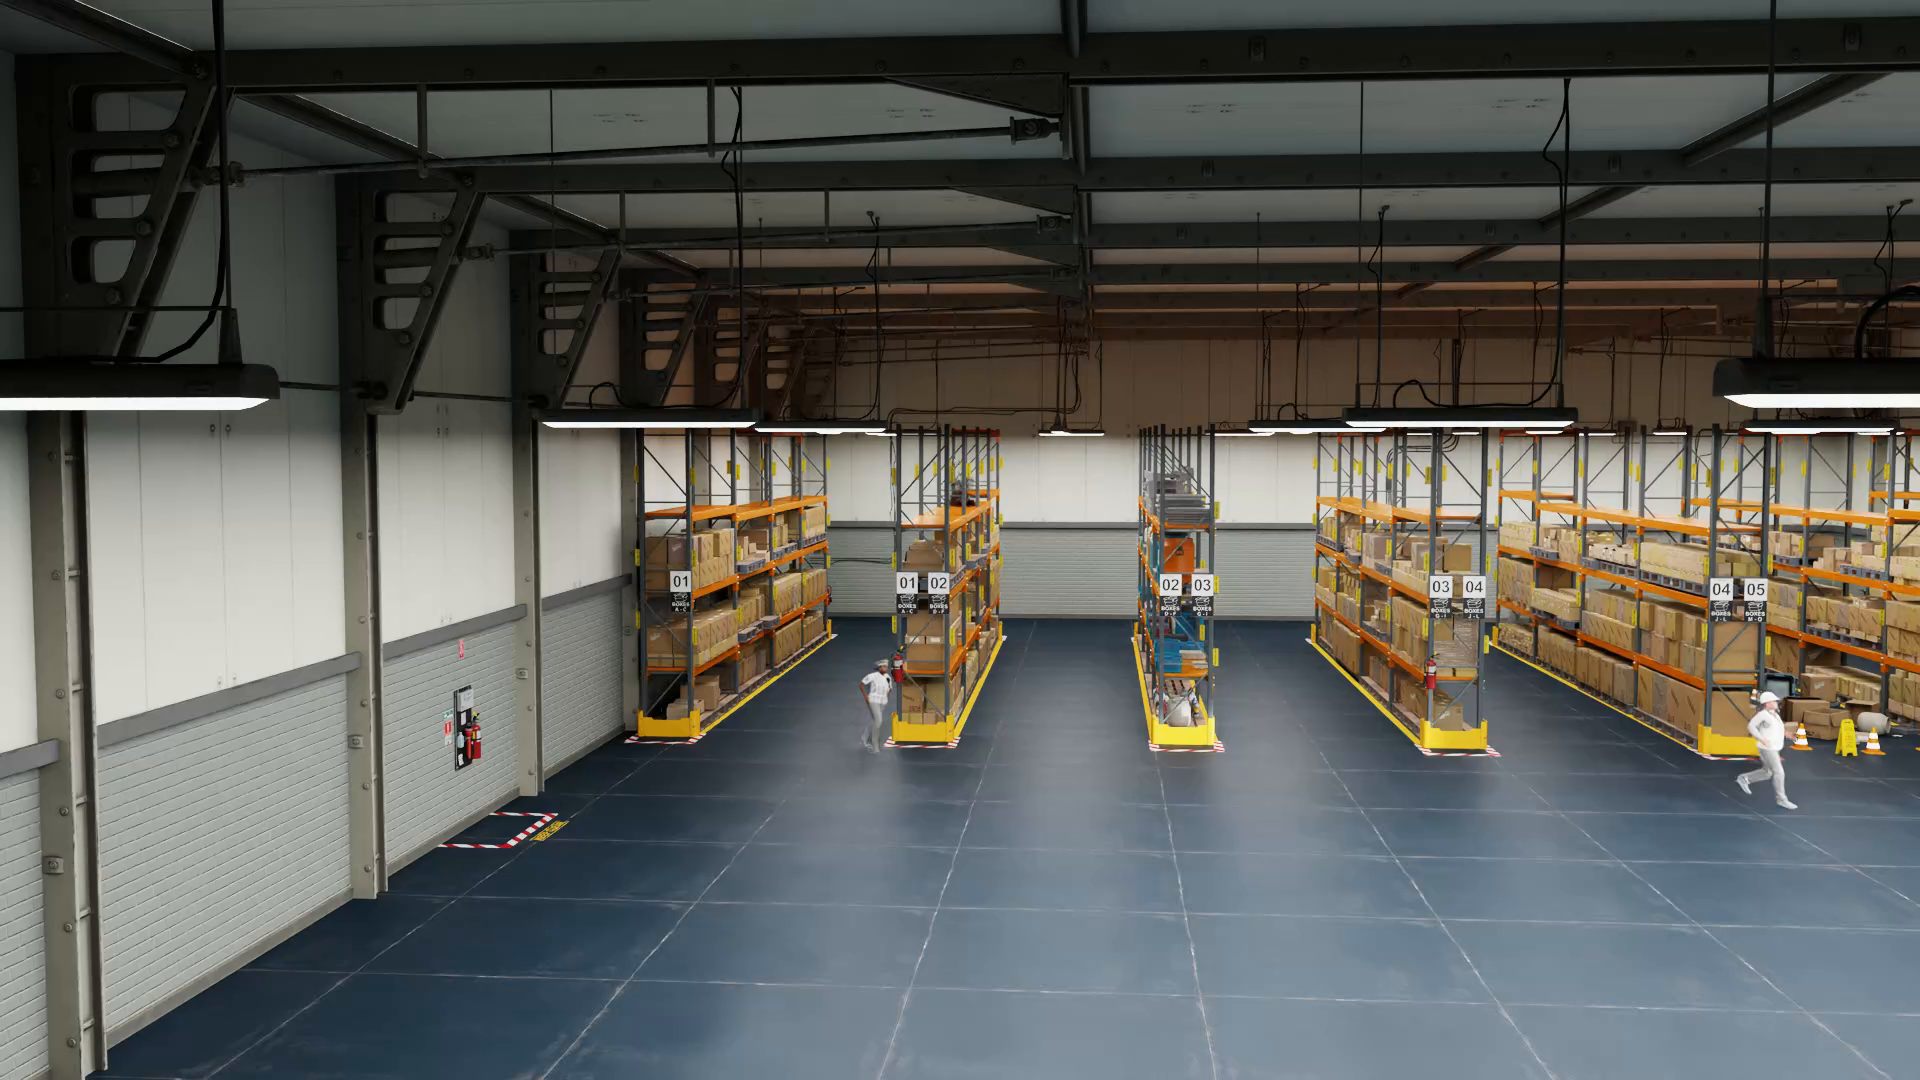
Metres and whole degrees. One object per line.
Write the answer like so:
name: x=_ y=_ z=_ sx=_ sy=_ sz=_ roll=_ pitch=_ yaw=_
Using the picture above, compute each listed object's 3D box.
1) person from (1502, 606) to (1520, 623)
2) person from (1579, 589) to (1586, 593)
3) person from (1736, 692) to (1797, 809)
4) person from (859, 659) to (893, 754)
person: x=15.645 y=2.019 z=47.084 sx=0.553 sy=1.646 sz=0.659 roll=0 pitch=3 yaw=-2
person: x=16.698 y=2.130 z=44.733 sx=0.699 sy=1.736 sz=0.620 roll=0 pitch=3 yaw=-3
person: x=12.622 y=3.259 z=26.005 sx=0.928 sy=1.778 sz=0.663 roll=3 pitch=5 yaw=42
person: x=-1.534 y=3.043 z=30.601 sx=0.597 sy=1.700 sz=0.704 roll=-3 pitch=5 yaw=-43
